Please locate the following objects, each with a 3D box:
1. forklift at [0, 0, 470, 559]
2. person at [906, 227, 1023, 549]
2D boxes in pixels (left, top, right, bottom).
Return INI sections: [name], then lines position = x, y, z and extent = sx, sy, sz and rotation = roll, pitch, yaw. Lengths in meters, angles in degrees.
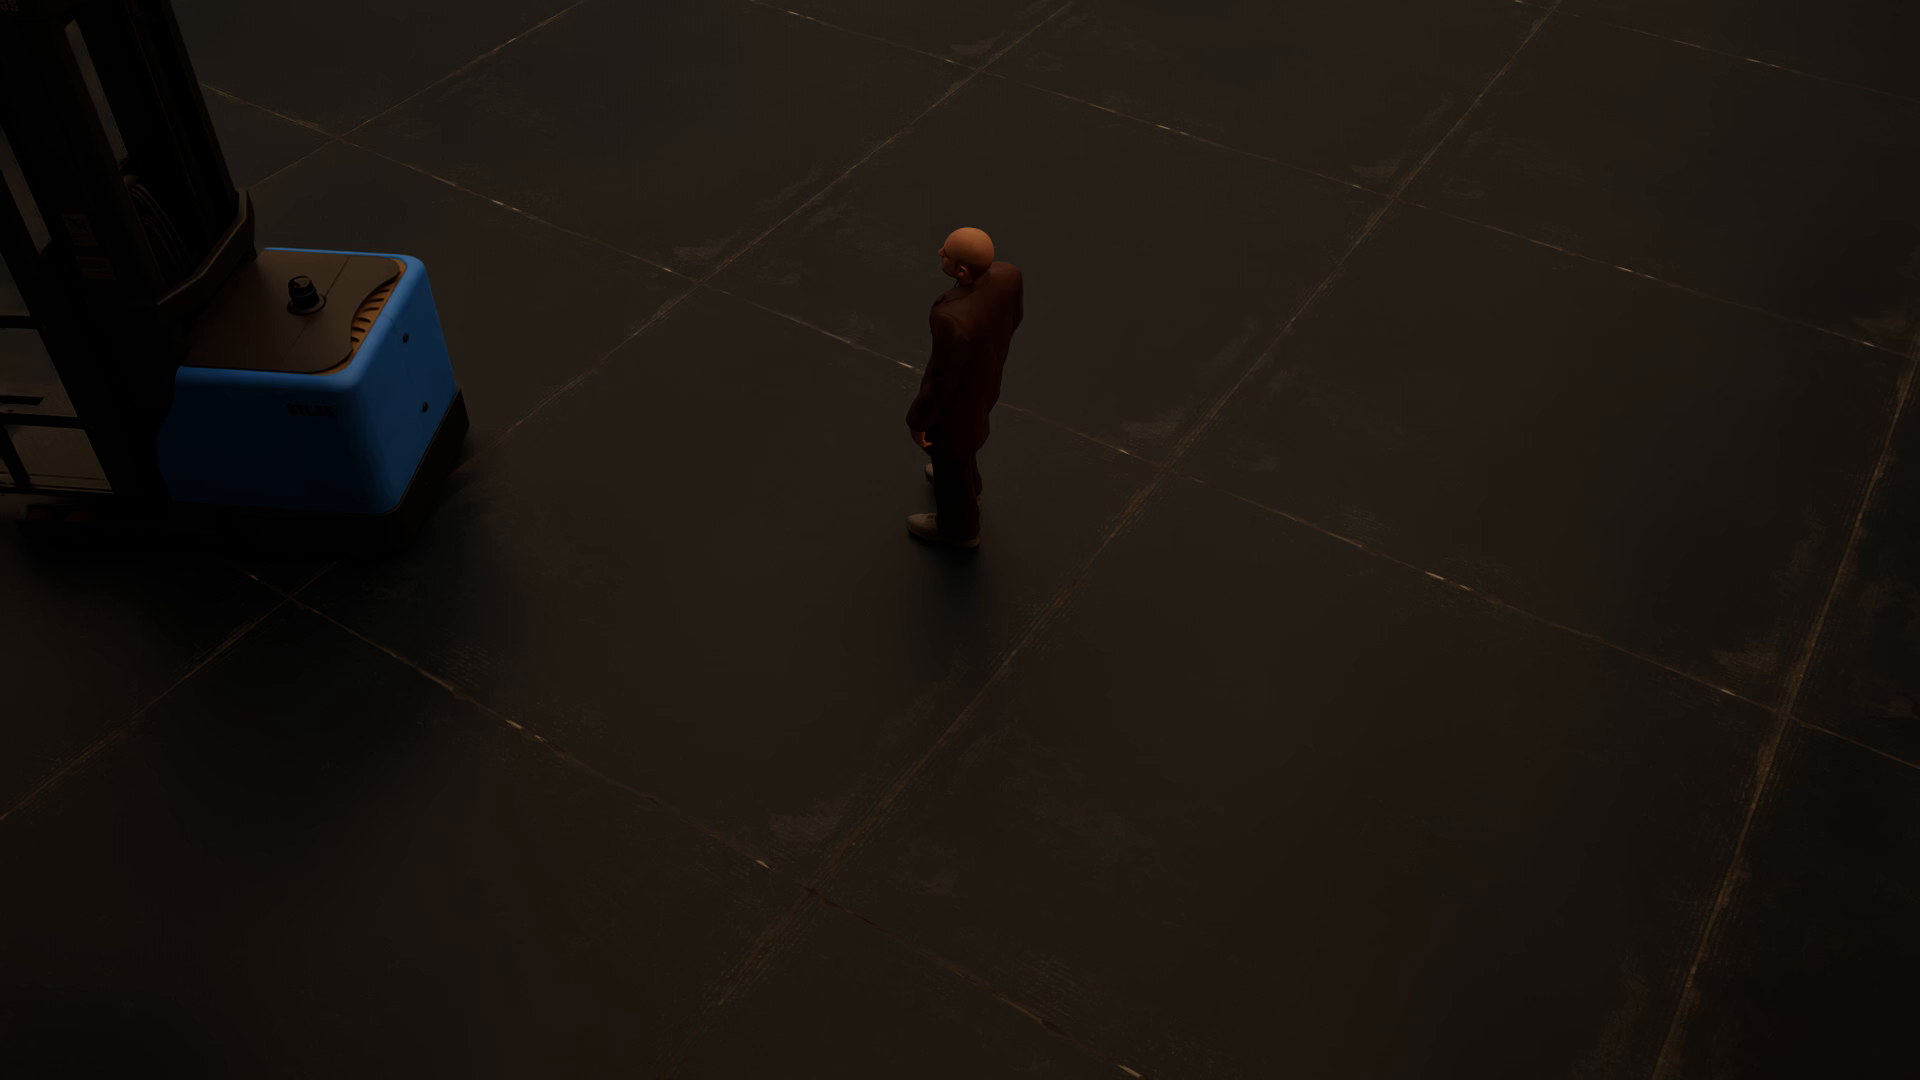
[forklift]
position = -4.053, -1.399, 7.324
extent = 3.031, 2.935, 1.130
rotation = 4, 44, 4
[person]
position = -0.076, -0.687, 7.401
extent = 0.580, 1.777, 0.696
rotation = 24, 48, 23
